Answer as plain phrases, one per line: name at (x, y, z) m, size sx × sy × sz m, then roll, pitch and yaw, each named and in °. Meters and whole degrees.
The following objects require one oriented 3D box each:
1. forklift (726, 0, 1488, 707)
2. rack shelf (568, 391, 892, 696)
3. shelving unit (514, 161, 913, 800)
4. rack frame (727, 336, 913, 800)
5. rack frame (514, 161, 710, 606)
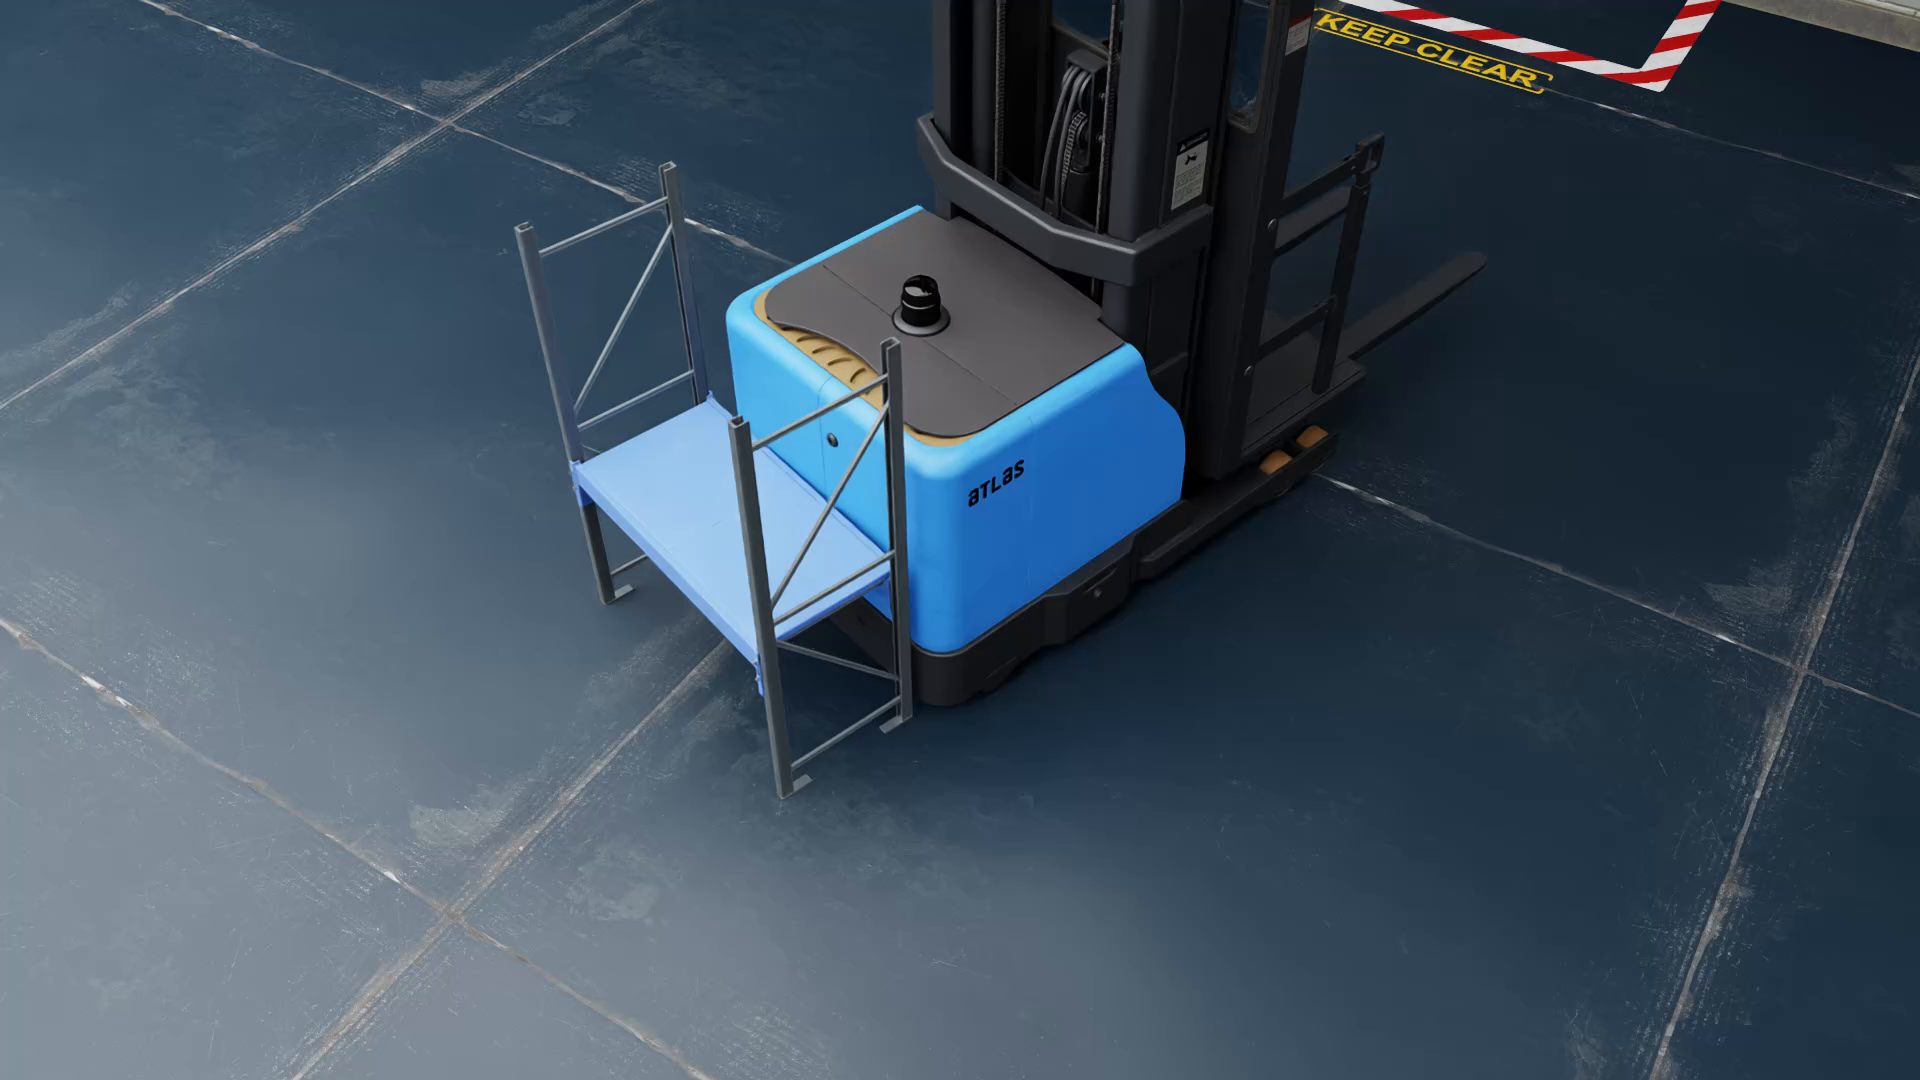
forklift at (0.719, -1.427, 5.093) m, size 3.031 × 2.935 × 1.130 m, roll -33°, pitch 54°, yaw -28°
rack shelf at (-0.674, -0.019, 4.973) m, size 0.538 × 0.185 × 1.000 m, roll -31°, pitch 53°, yaw -26°
shelving unit at (-0.674, -0.144, 4.844) m, size 0.538 × 1.500 × 1.048 m, roll -31°, pitch 53°, yaw -26°
rack frame at (-0.349, 0.137, 4.572) m, size 0.500 × 1.500 × 0.032 m, roll -31°, pitch 53°, yaw -26°
rack frame at (-0.998, -0.424, 5.117) m, size 0.500 × 1.500 × 0.032 m, roll -31°, pitch 53°, yaw -26°
